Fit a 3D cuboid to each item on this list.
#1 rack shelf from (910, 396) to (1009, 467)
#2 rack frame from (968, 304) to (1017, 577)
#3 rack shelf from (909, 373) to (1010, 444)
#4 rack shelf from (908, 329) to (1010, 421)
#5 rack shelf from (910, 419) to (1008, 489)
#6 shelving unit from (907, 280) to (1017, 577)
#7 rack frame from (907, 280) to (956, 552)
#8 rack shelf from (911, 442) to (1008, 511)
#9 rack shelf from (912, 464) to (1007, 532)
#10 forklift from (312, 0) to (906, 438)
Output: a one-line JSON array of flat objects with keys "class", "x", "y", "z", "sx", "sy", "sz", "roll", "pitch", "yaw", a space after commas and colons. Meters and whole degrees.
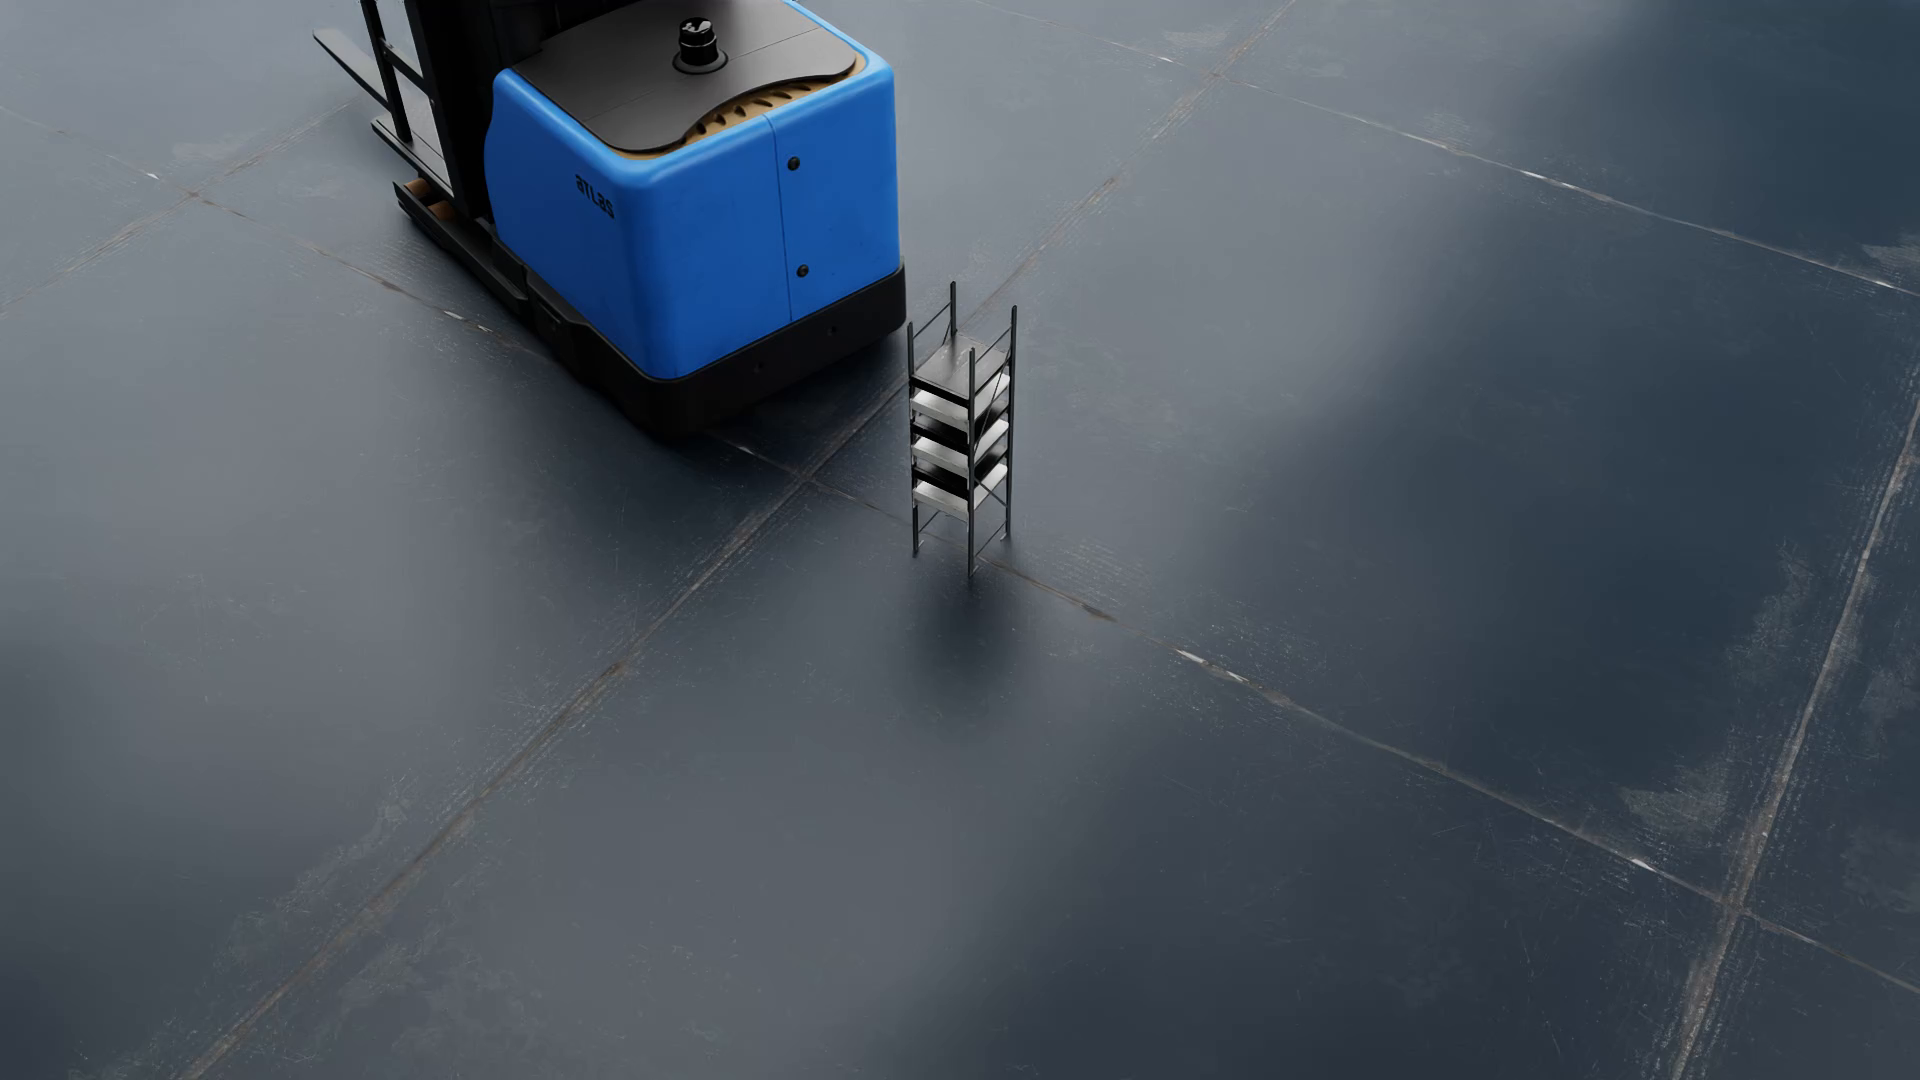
[{"class": "rack shelf", "x": 0.007, "y": -0.350, "z": 4.887, "sx": 0.200, "sy": 0.077, "sz": 0.258, "roll": 25, "pitch": 51, "yaw": 22}, {"class": "rack frame", "x": 0.092, "y": -0.271, "z": 4.889, "sx": 0.006, "sy": 0.900, "sz": 0.240, "roll": 25, "pitch": 51, "yaw": 22}, {"class": "rack shelf", "x": 0.007, "y": -0.413, "z": 4.822, "sx": 0.200, "sy": 0.077, "sz": 0.258, "roll": 25, "pitch": 51, "yaw": 22}, {"class": "rack shelf", "x": 0.007, "y": -0.475, "z": 4.758, "sx": 0.200, "sy": 0.077, "sz": 0.258, "roll": 25, "pitch": 51, "yaw": 22}, {"class": "rack shelf", "x": 0.007, "y": -0.287, "z": 4.951, "sx": 0.200, "sy": 0.077, "sz": 0.258, "roll": 25, "pitch": 51, "yaw": 22}, {"class": "shelving unit", "x": 0.007, "y": -0.310, "z": 4.928, "sx": 0.210, "sy": 0.900, "sz": 0.258, "roll": 25, "pitch": 51, "yaw": 22}, {"class": "rack frame", "x": -0.079, "y": -0.350, "z": 4.966, "sx": 0.006, "sy": 0.900, "sz": 0.240, "roll": 25, "pitch": 51, "yaw": 22}, {"class": "rack shelf", "x": 0.007, "y": -0.225, "z": 5.016, "sx": 0.200, "sy": 0.077, "sz": 0.258, "roll": 25, "pitch": 51, "yaw": 22}, {"class": "rack shelf", "x": 0.007, "y": -0.162, "z": 5.081, "sx": 0.200, "sy": 0.077, "sz": 0.258, "roll": 25, "pitch": 51, "yaw": 22}, {"class": "forklift", "x": -1.520, "y": -2.351, "z": 5.494, "sx": 1.130, "sy": 2.935, "sz": 3.031, "roll": -31, "pitch": 53, "yaw": -27}]
